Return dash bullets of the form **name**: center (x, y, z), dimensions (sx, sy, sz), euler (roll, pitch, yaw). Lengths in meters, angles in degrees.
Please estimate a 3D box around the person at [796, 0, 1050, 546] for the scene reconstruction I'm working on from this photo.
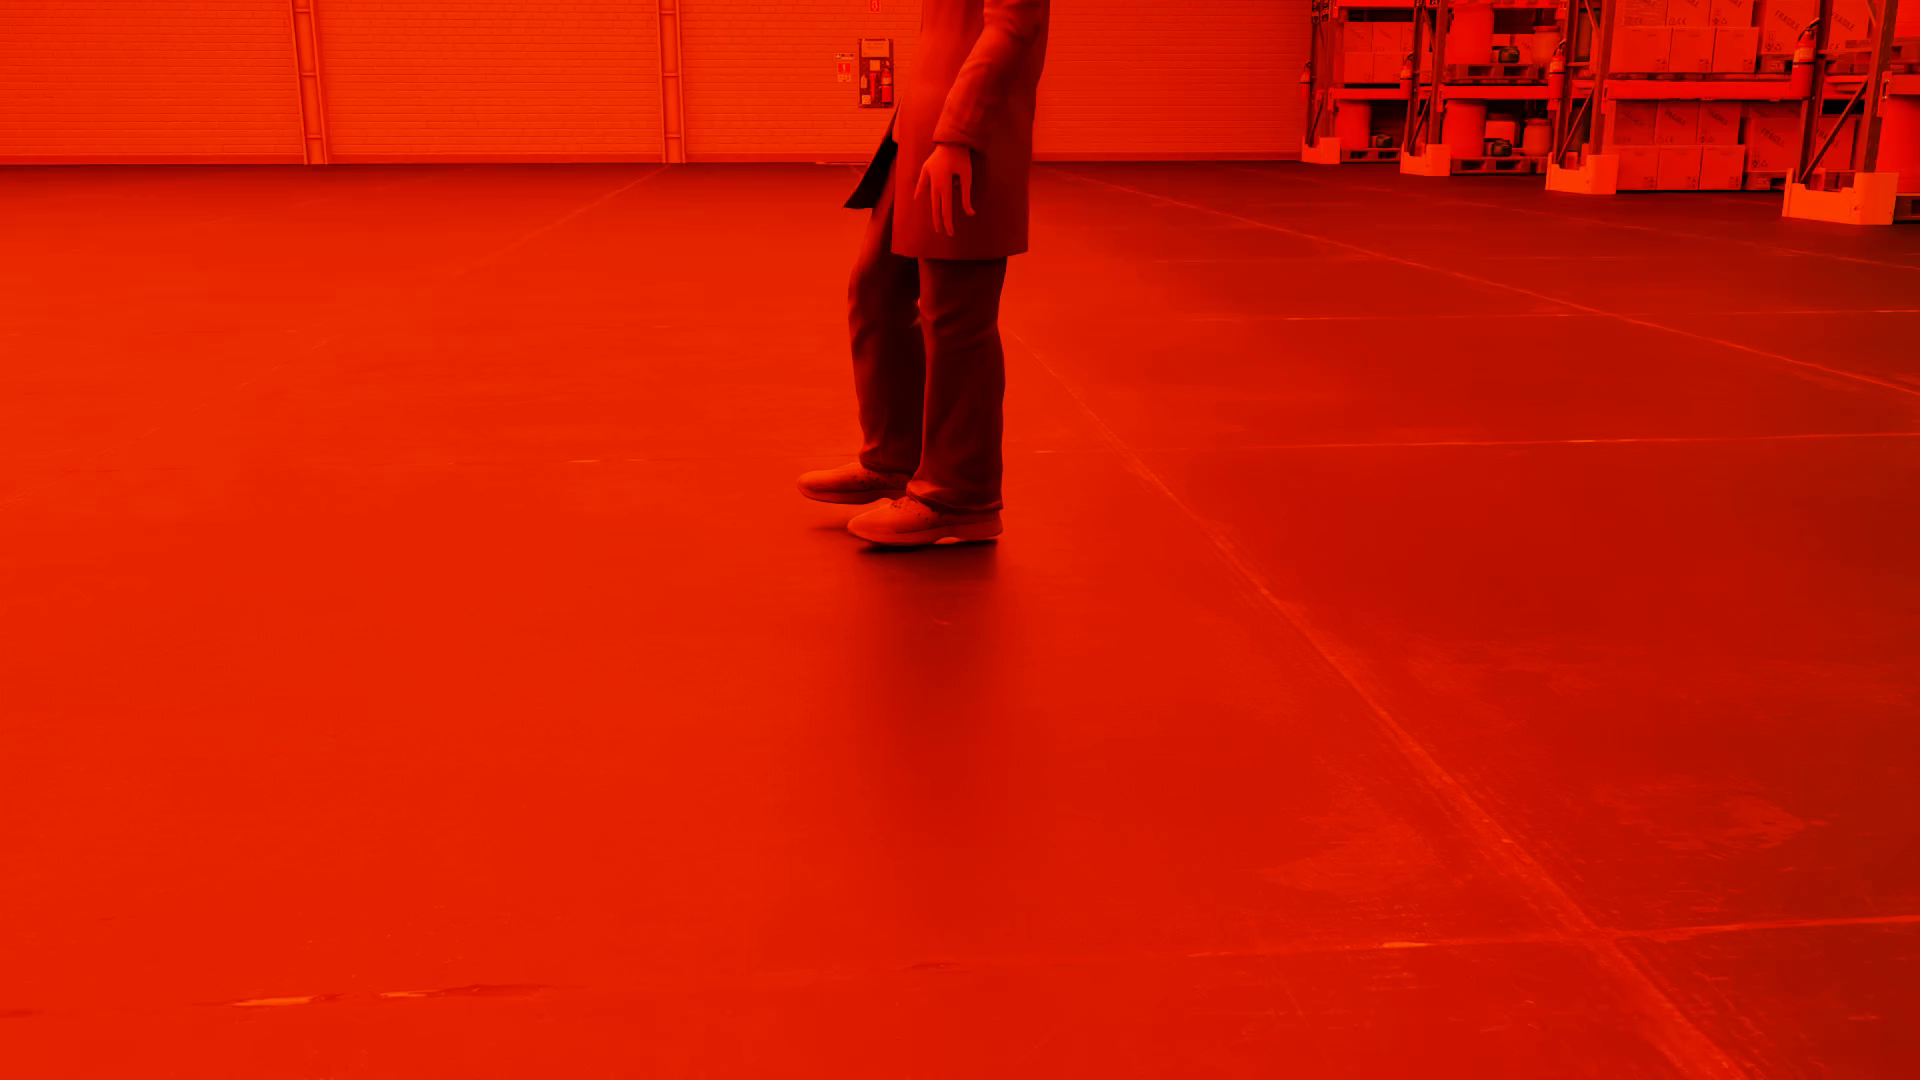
- **person**: center (-0.091, -0.866, 3.704), dimensions (0.583, 1.775, 0.696), euler (-1, 15, -5)
